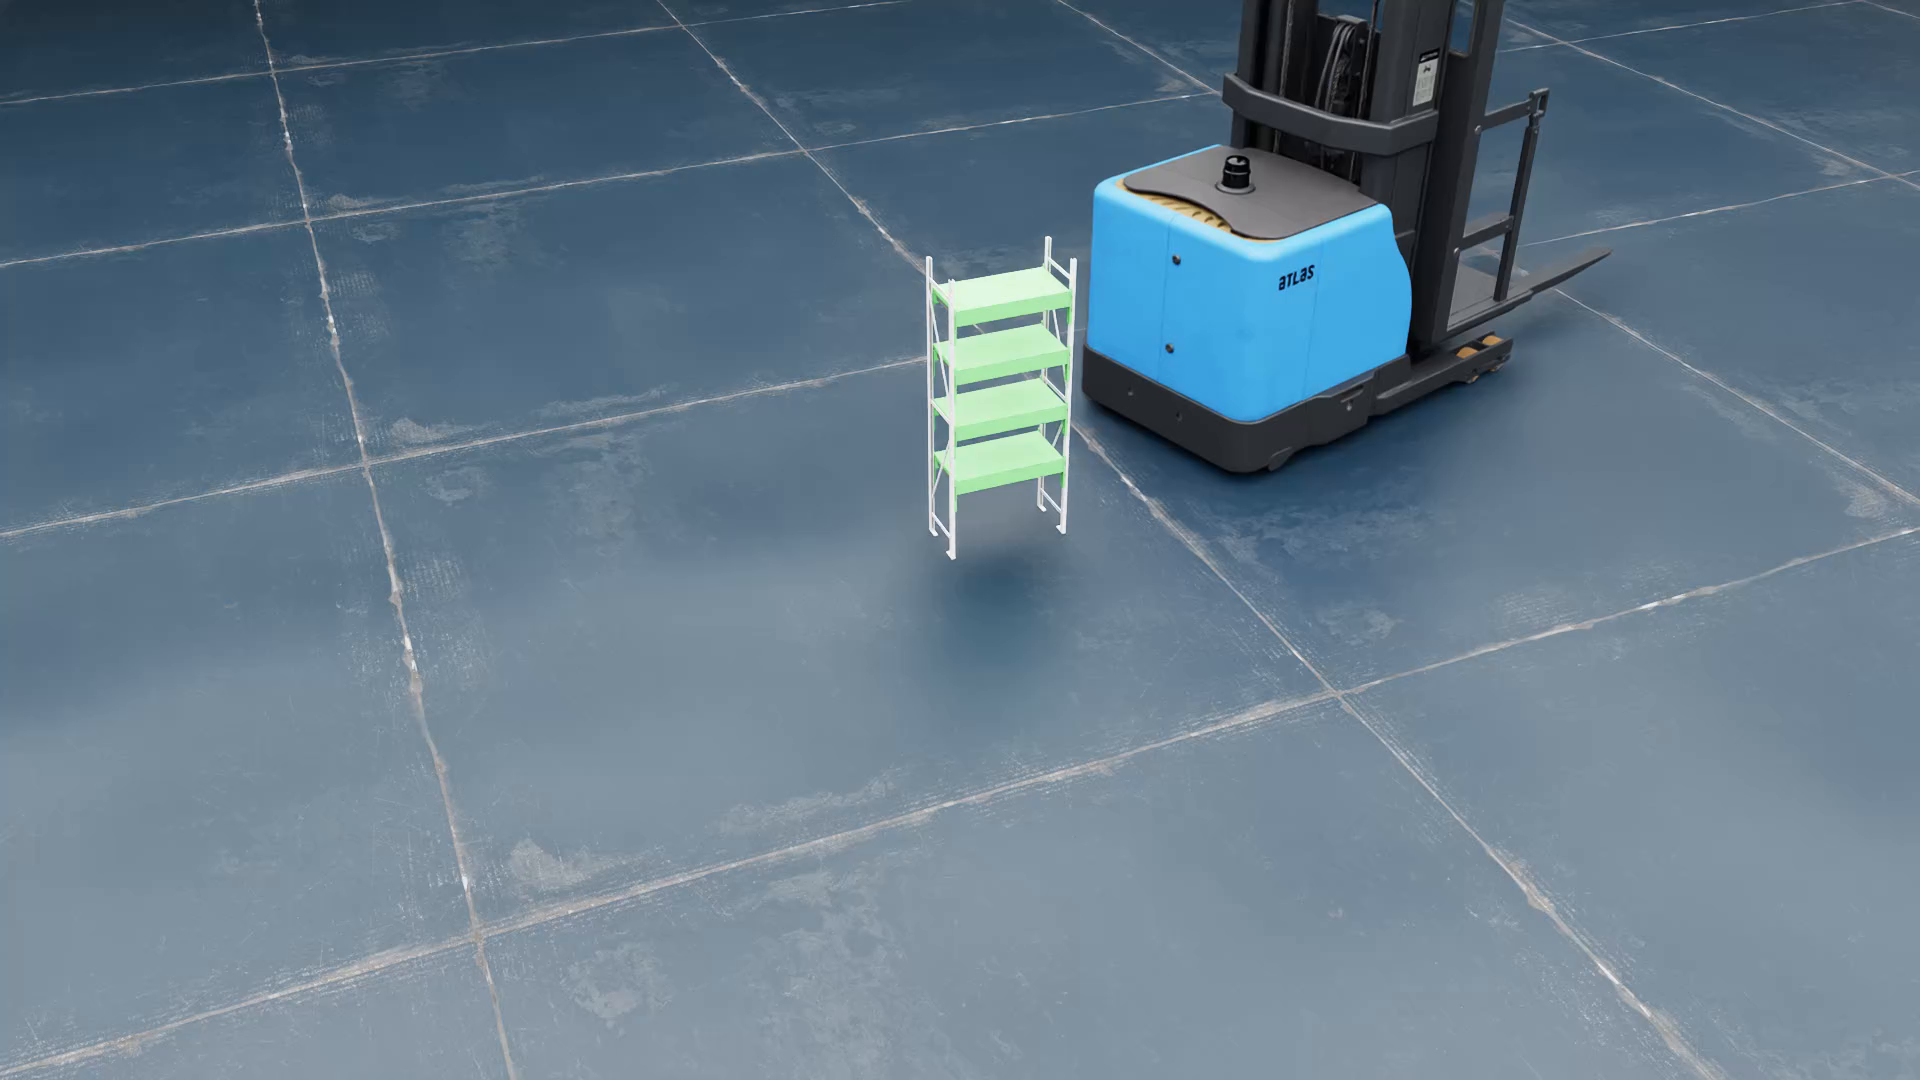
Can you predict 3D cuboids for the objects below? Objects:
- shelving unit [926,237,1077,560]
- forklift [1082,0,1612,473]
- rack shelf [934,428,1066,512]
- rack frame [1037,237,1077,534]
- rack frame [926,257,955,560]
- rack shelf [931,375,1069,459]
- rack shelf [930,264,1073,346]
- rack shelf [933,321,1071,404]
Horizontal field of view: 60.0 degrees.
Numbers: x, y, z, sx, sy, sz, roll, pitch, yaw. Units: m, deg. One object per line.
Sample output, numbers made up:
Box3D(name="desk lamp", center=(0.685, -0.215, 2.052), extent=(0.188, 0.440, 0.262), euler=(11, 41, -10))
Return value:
Box3D(name="shelving unit", center=(0.153, -0.538, 6.476), extent=(0.503, 1.200, 0.258), euler=(-13, 35, -19))
Box3D(name="forklift", center=(2.022, -2.174, 7.404), extent=(3.031, 2.935, 1.130), euler=(-24, 40, -32))
Box3D(name="rack shelf", center=(0.153, -0.283, 6.642), extent=(0.480, 0.148, 0.258), euler=(-13, 35, -19))
Box3D(name="rack frame", center=(0.378, -0.589, 6.556), extent=(0.015, 1.200, 0.240), euler=(-13, 35, -19))
Box3D(name="rack frame", center=(-0.072, -0.486, 6.397), extent=(0.015, 1.200, 0.240), euler=(-13, 35, -19))
Box3D(name="rack shelf", center=(0.153, -0.484, 6.511), extent=(0.480, 0.148, 0.258), euler=(-13, 35, -19))
Box3D(name="rack shelf", center=(0.153, -0.887, 6.250), extent=(0.480, 0.148, 0.258), euler=(-13, 35, -19))
Box3D(name="rack shelf", center=(0.153, -0.685, 6.380), extent=(0.480, 0.148, 0.258), euler=(-13, 35, -19))
